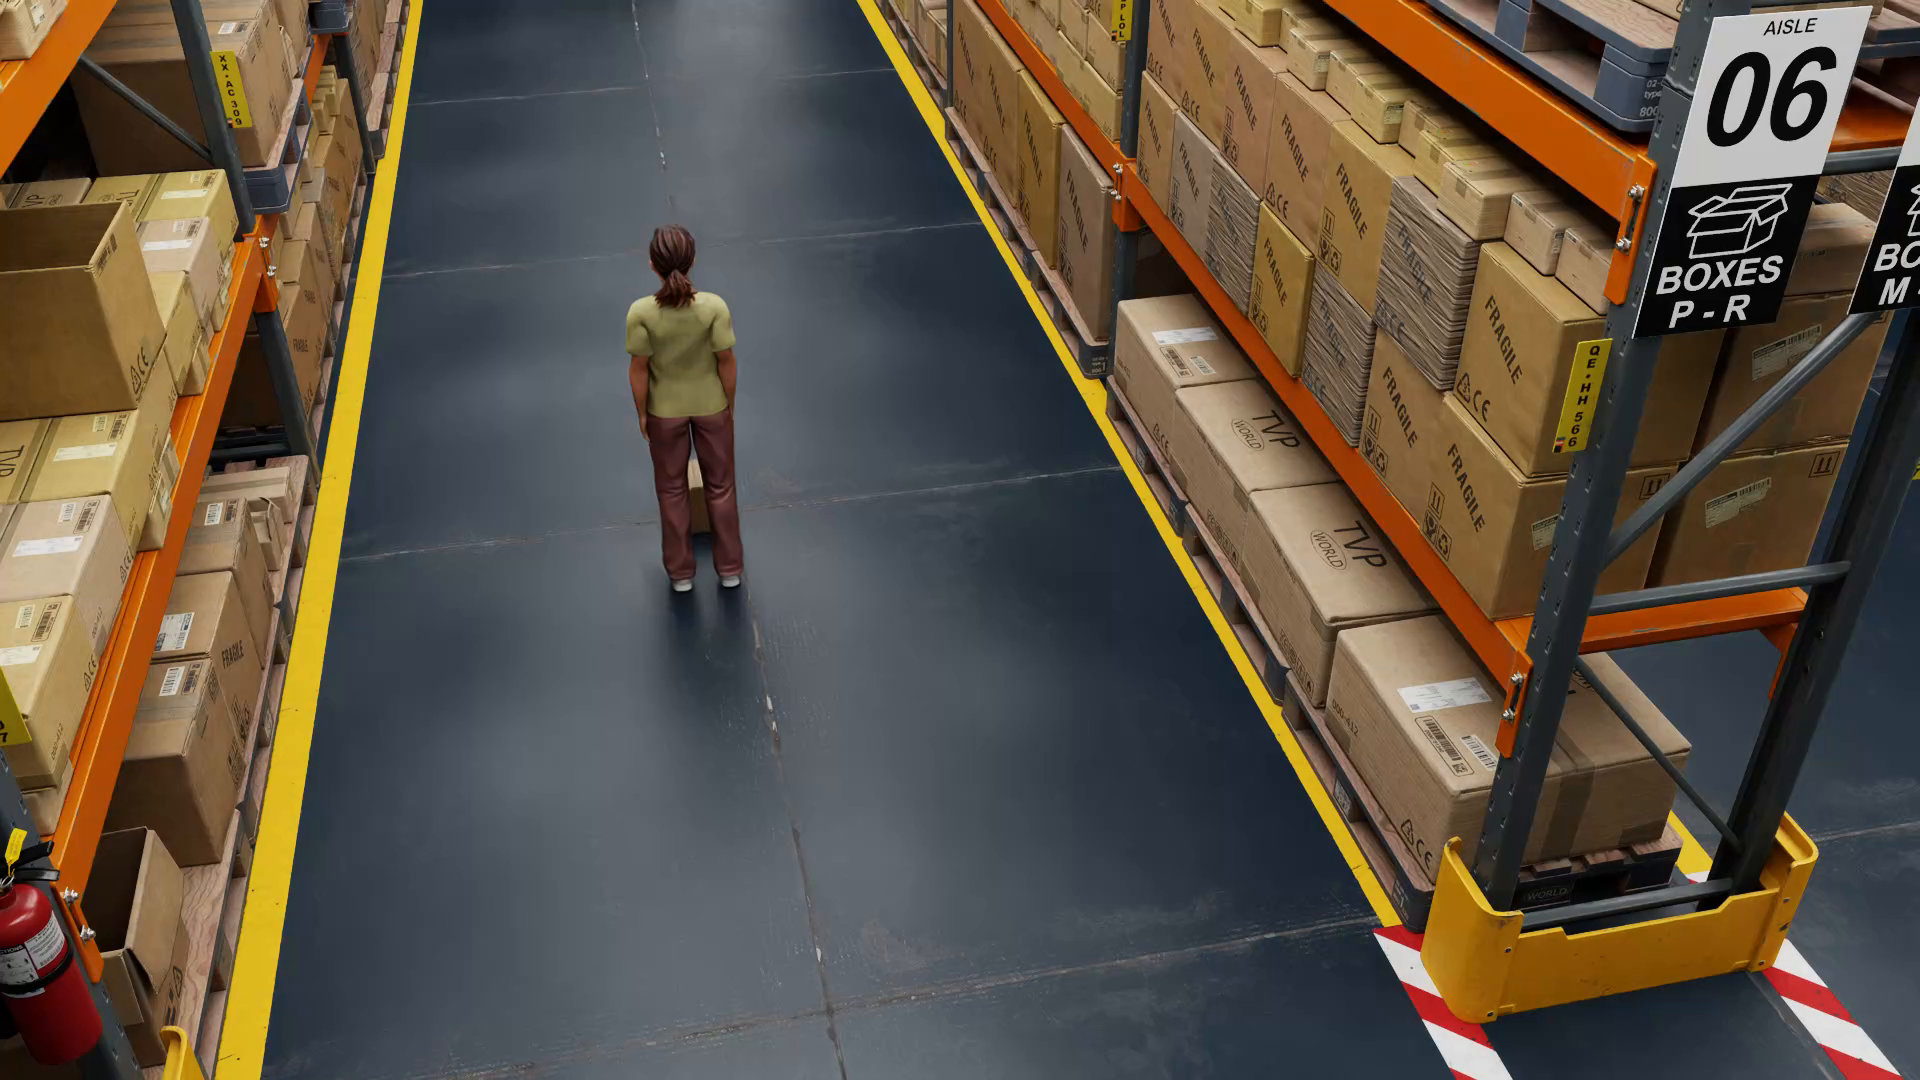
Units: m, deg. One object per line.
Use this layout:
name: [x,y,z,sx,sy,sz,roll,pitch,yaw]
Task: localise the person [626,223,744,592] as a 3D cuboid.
person: [-1.130,-0.528,6.912,0.441,1.680,0.383,-6,35,-9]
